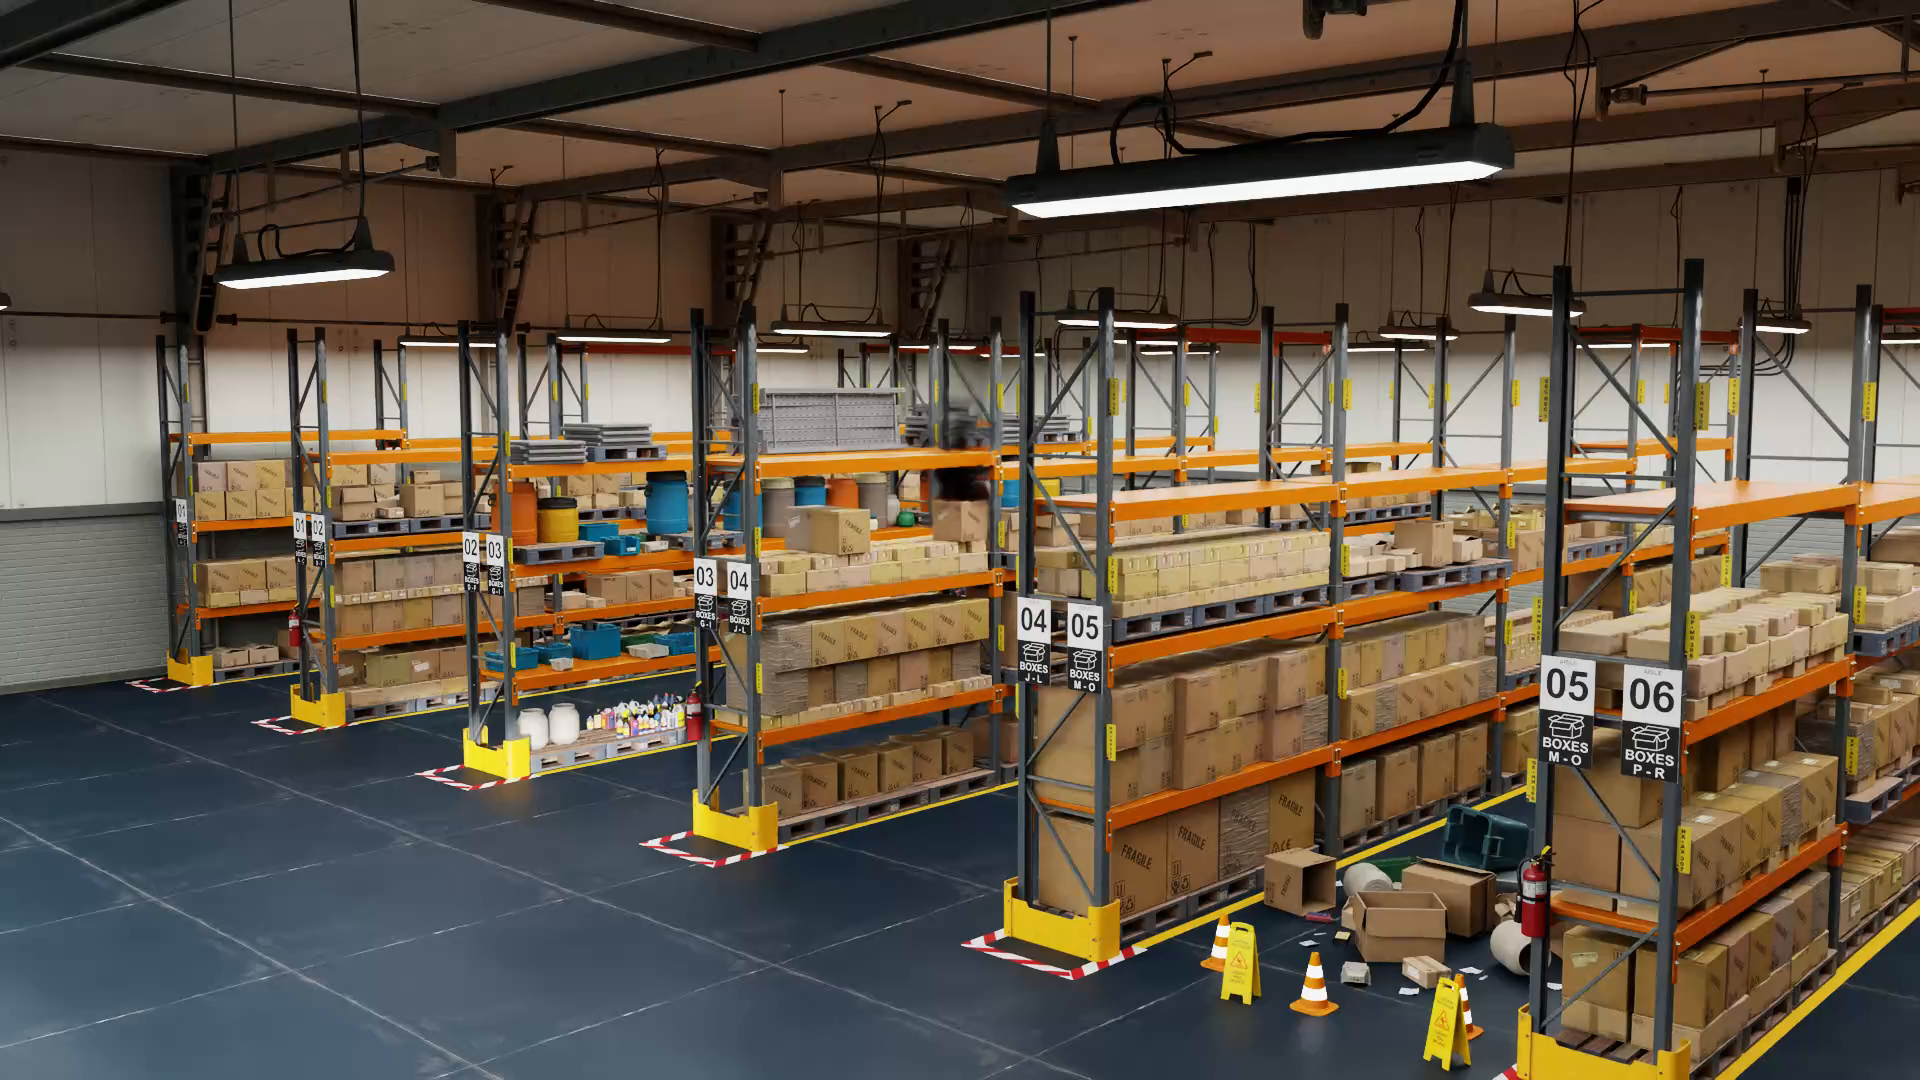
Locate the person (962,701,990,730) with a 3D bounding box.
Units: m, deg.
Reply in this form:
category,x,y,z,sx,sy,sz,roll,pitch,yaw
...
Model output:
category,x,y,z,sx,sy,sz,roll,pitch,yaw
person,0.327,2.064,23.852,0.606,1.801,0.839,4,6,33
